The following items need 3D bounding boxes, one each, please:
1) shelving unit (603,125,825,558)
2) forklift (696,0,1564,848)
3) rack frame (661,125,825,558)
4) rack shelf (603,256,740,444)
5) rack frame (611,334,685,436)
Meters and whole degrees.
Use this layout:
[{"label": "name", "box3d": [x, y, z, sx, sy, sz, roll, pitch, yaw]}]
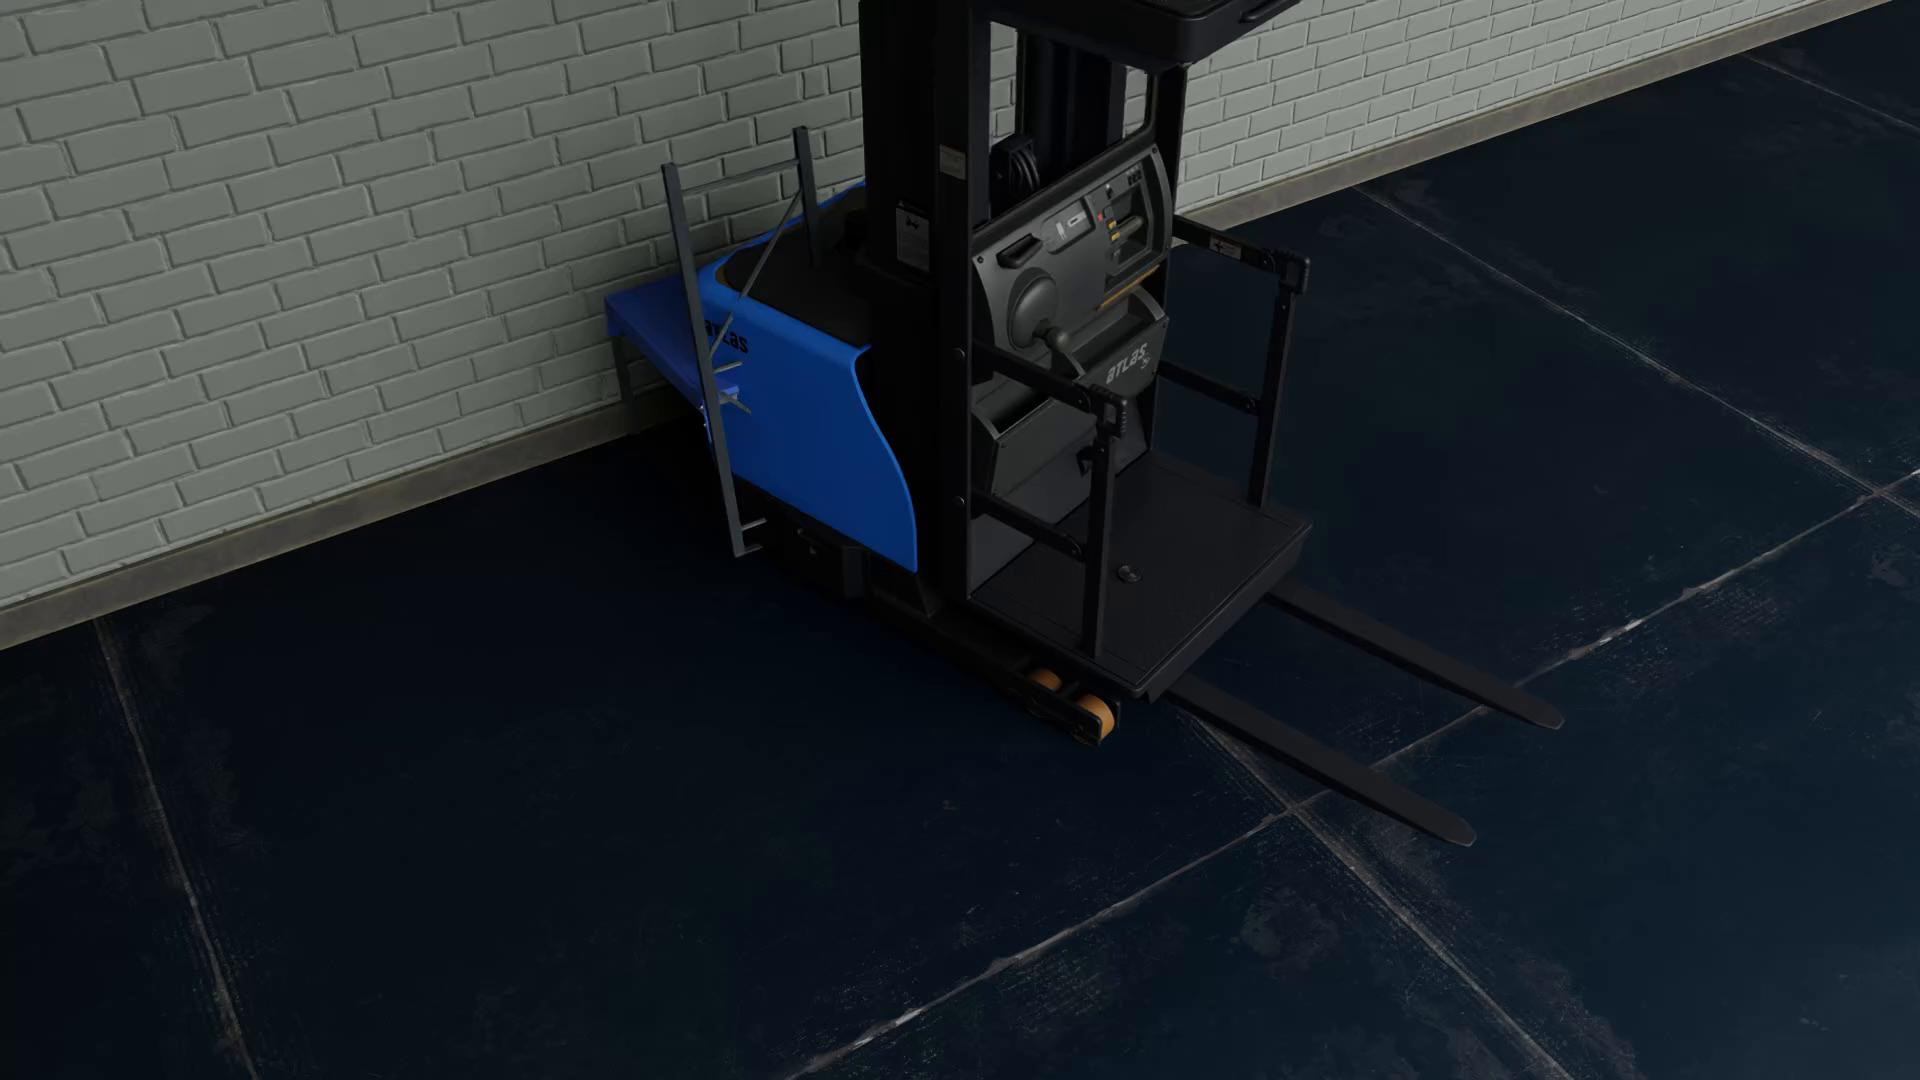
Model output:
[{"label": "shelving unit", "box3d": [-0.919, -0.876, 6.070, 0.538, 1.500, 1.048, -22, 39, -22]}, {"label": "forklift", "box3d": [0.521, -0.842, 4.971, 3.031, 2.935, 1.130, 28, 47, 29]}, {"label": "rack frame", "box3d": [-0.660, -0.637, 5.703, 0.500, 1.500, 0.032, -22, 39, -22]}, {"label": "rack shelf", "box3d": [-0.907, -0.729, 6.173, 0.538, 0.185, 1.000, -22, 39, -22]}, {"label": "rack frame", "box3d": [-1.178, -1.114, 6.437, 0.500, 1.500, 0.032, -22, 39, -22]}]
